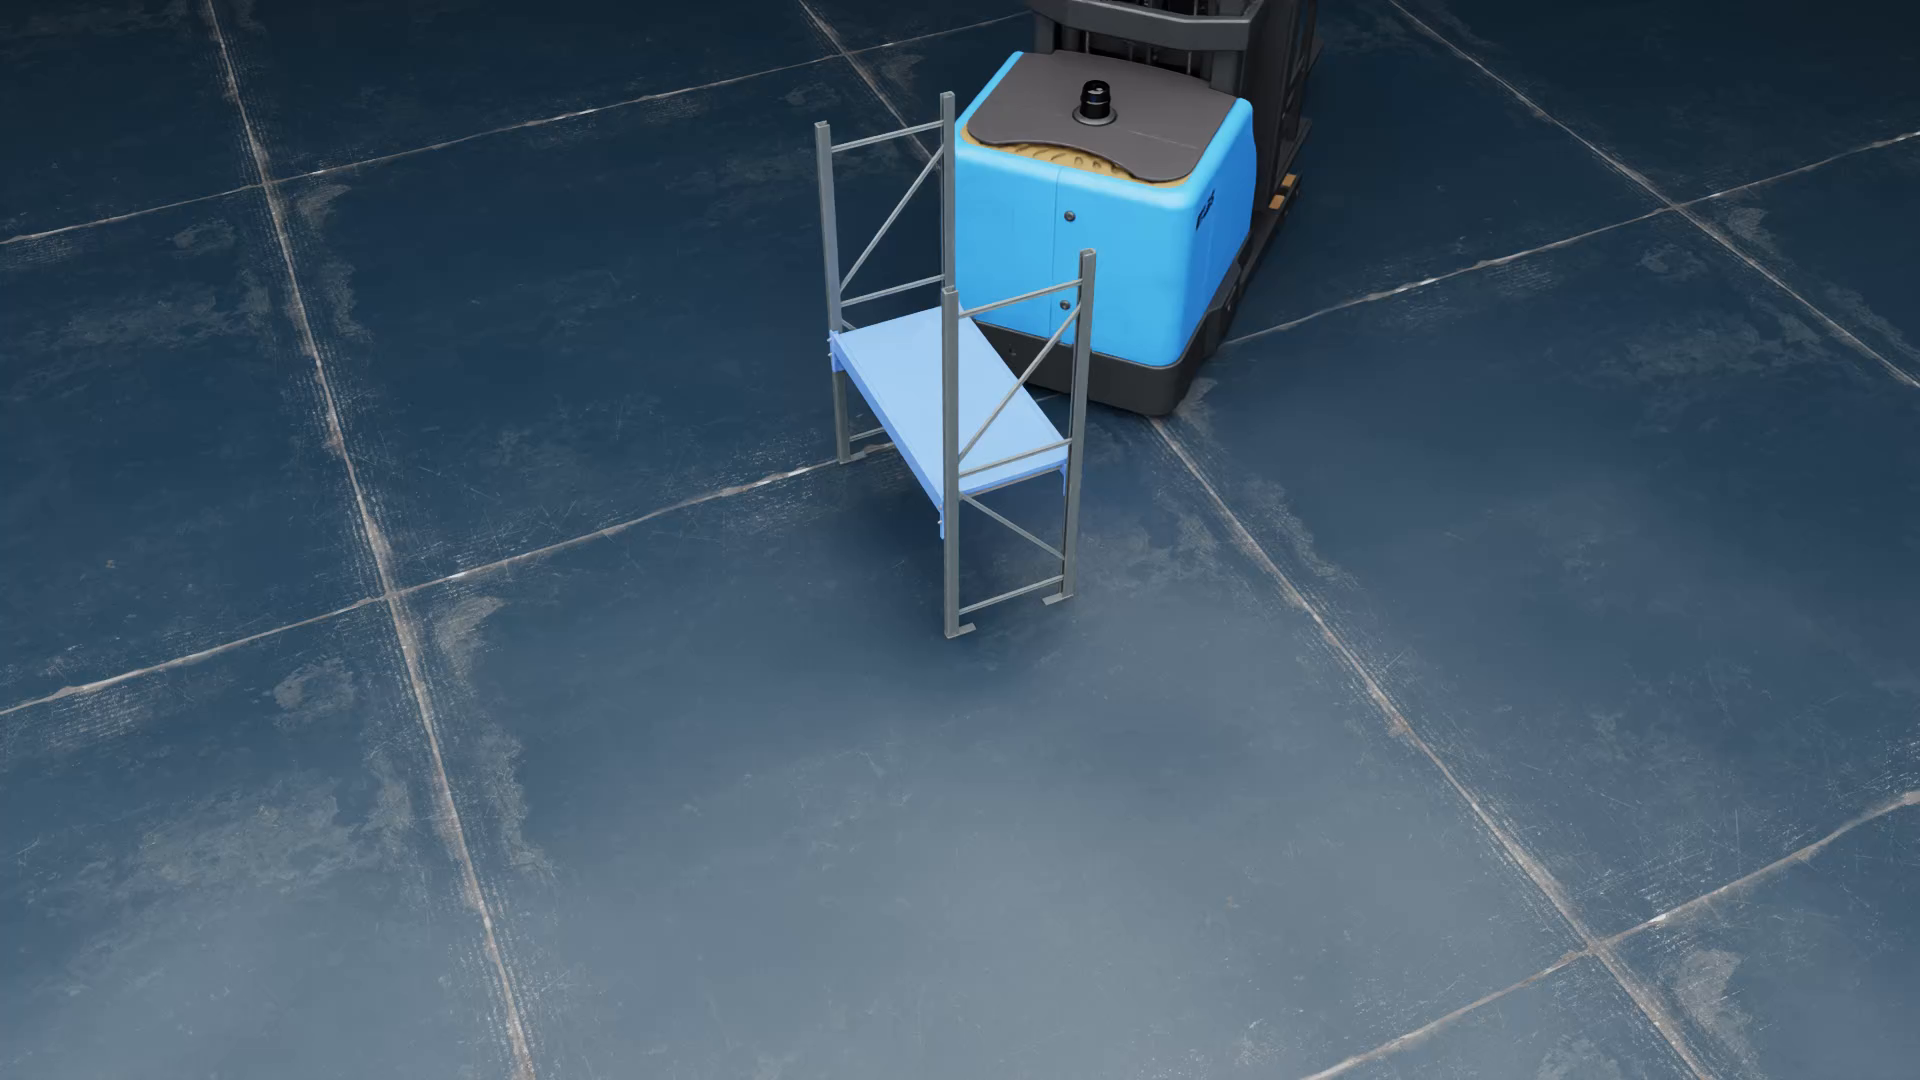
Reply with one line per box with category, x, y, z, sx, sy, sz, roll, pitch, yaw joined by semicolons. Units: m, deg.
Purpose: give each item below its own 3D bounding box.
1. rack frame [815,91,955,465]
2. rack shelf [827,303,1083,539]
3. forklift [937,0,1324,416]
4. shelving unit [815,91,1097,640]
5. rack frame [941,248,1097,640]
rack frame;-0.250;-0.912;6.107;0.500;1.500;0.032;-18;47;-17
rack shelf;-0.036;-0.460;5.905;0.538;0.185;1.000;-18;47;-17
forklift;0.956;-2.587;6.785;1.130;2.935;3.031;17;47;16
shelving unit;-0.036;-0.588;5.778;0.538;1.500;1.048;-18;47;-17
rack frame;0.178;-0.264;5.450;0.500;1.500;0.032;-18;47;-17
